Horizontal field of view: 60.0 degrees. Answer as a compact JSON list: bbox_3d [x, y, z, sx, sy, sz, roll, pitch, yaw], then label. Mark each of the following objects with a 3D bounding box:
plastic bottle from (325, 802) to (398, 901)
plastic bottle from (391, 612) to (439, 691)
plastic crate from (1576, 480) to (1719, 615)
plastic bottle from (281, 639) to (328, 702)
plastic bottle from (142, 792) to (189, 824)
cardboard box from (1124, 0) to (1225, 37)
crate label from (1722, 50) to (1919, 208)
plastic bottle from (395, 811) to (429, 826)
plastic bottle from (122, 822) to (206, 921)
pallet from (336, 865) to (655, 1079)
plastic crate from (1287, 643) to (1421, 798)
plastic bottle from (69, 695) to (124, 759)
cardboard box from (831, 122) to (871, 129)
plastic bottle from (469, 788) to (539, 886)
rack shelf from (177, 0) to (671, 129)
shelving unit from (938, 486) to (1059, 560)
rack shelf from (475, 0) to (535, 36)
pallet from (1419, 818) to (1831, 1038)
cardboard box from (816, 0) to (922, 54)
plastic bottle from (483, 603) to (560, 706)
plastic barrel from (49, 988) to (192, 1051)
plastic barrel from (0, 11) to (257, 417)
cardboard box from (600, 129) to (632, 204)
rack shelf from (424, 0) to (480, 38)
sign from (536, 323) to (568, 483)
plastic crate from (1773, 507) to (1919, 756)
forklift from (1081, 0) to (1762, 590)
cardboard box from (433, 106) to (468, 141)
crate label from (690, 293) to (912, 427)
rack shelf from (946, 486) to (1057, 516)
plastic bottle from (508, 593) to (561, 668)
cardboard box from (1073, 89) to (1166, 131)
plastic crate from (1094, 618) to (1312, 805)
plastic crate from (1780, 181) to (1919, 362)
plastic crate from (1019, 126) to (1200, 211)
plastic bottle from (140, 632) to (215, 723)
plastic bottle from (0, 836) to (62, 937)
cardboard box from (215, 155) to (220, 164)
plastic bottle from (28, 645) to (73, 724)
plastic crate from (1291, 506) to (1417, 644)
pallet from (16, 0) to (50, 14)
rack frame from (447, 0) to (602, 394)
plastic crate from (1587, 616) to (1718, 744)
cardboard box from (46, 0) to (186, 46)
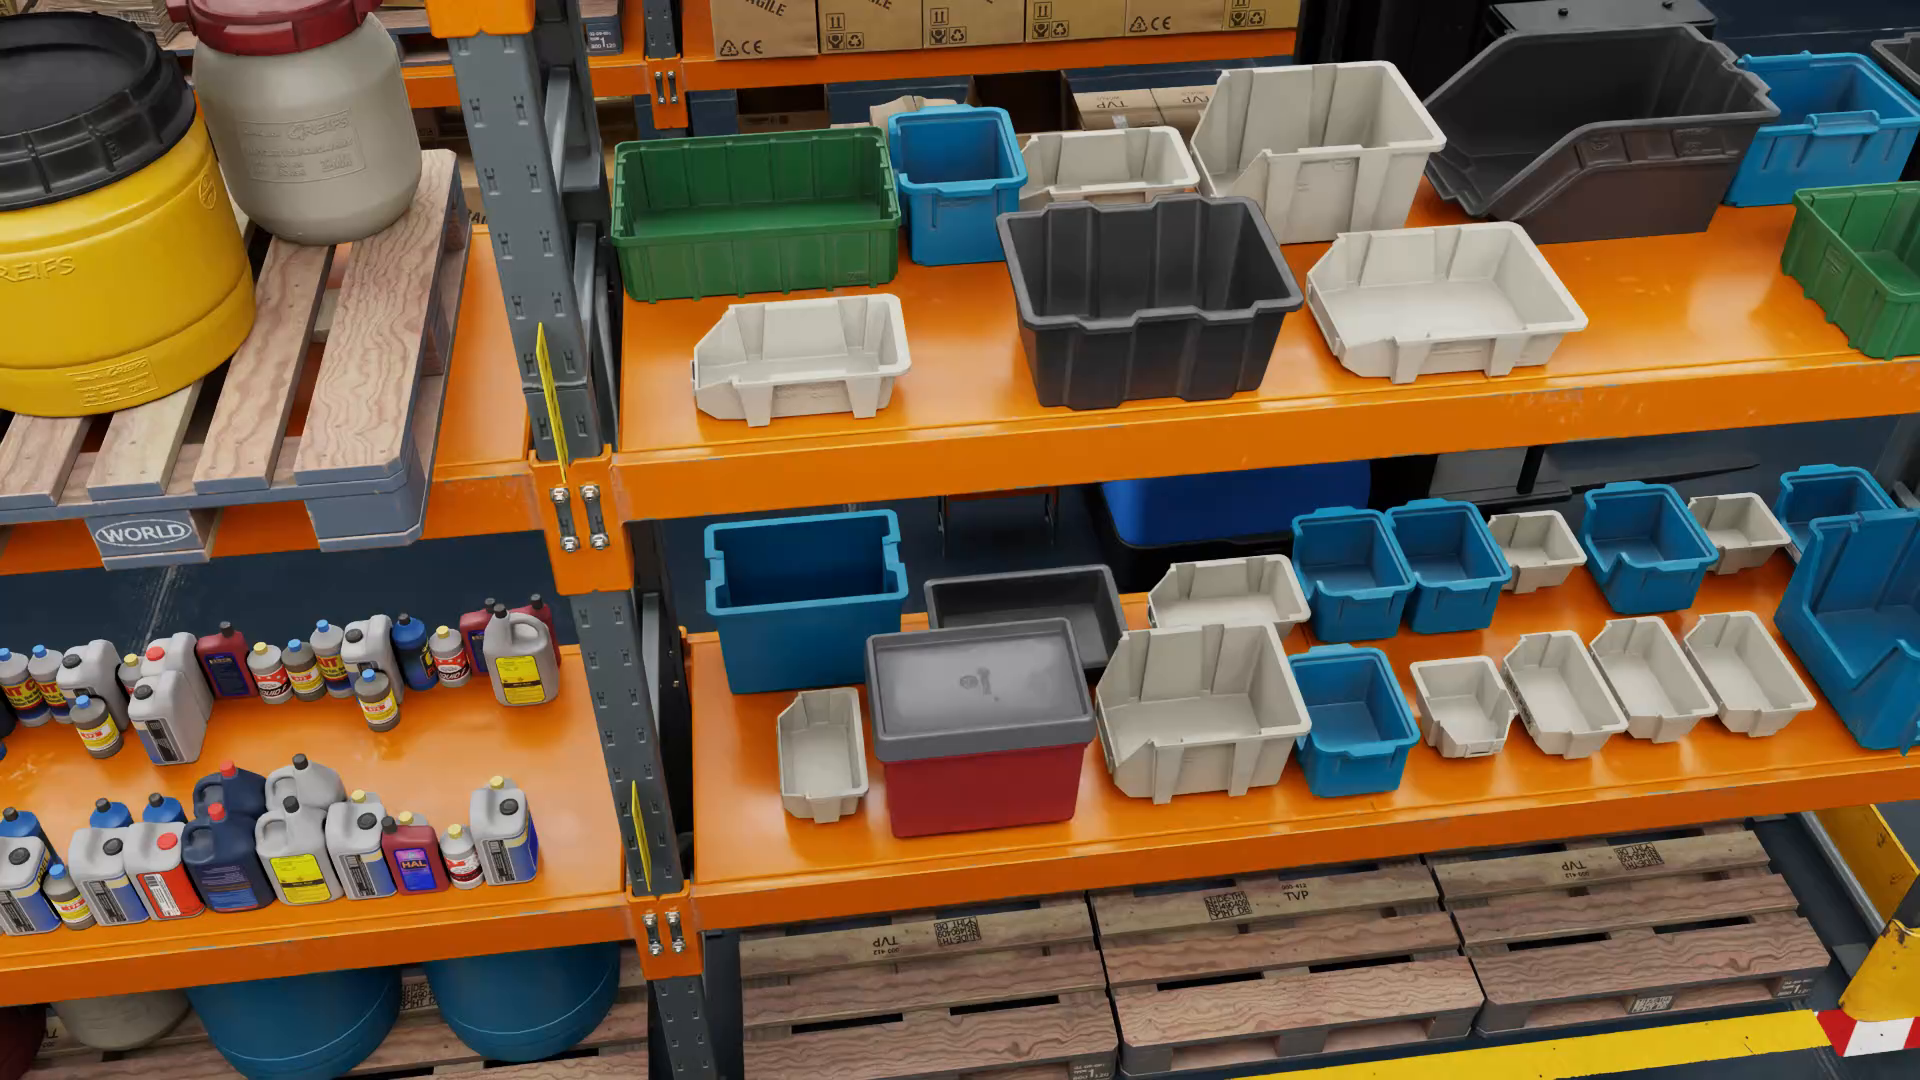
[{"bbox_3d":[-1.582,0.812,4.418,0.135,0.276,0.152,-5,42,-6],"label":"plastic bottle"},{"bbox_3d":[-1.631,0.324,4.963,0.097,0.271,0.097,0,42,0],"label":"plastic bottle"},{"bbox_3d":[2.155,0.038,5.264,0.300,0.233,0.416,-5,42,-6],"label":"plastic crate"},{"bbox_3d":[-1.958,0.378,4.955,0.097,0.201,0.097,0,42,0],"label":"plastic bottle"},{"bbox_3d":[-2.117,0.776,4.461,0.097,0.271,0.097,0,42,0],"label":"plastic bottle"},{"bbox_3d":[1.038,-2.883,8.347,0.500,0.500,0.500,-5,42,-5],"label":"cardboard box"},{"bbox_3d":[2.138,-1.055,4.267,0.502,0.251,0.408,-5,42,-6],"label":"crate label"},{"bbox_3d":[-1.472,0.807,4.479,0.097,0.201,0.097,0,42,0],"label":"plastic bottle"},{"bbox_3d":[-2.082,0.856,4.370,0.135,0.276,0.152,-5,42,-6],"label":"plastic bottle"},{"bbox_3d":[-1.642,1.560,5.578,1.213,0.211,1.003,-5,42,-6],"label":"pallet"},{"bbox_3d":[1.092,0.526,4.722,0.300,0.233,0.416,-5,42,-6],"label":"plastic crate"},{"bbox_3d":[-2.493,0.528,4.789,0.097,0.201,0.097,0,42,0],"label":"plastic bottle"},{"bbox_3d":[-0.618,-2.220,9.487,0.250,0.149,0.380,-5,42,-6],"label":"cardboard box"},{"bbox_3d":[-1.220,0.780,4.453,0.135,0.276,0.152,-5,42,-6],"label":"plastic bottle"},{"bbox_3d":[-3.493,-2.364,8.384,4.000,0.370,1.077,-5,42,-6],"label":"rack shelf"},{"bbox_3d":[0.164,-0.460,7.079,0.503,1.200,0.258,-5,42,-6],"label":"shelving unit"},{"bbox_3d":[1.112,-1.501,3.246,4.000,0.370,1.077,-5,42,-6],"label":"rack shelf"},{"bbox_3d":[2.272,1.219,5.956,1.213,0.211,1.003,-5,42,-6],"label":"pallet"},{"bbox_3d":[-0.462,-2.752,8.202,0.500,0.500,0.500,-4,42,-5],"label":"cardboard box"},{"bbox_3d":[-1.302,0.322,4.905,0.185,0.351,0.144,-5,42,-6],"label":"plastic bottle"},{"bbox_3d":[-2.687,1.340,5.284,0.421,0.512,0.421,0,42,0],"label":"plastic barrel"},{"bbox_3d":[-1.750,-0.640,3.242,0.600,0.588,0.600,0,42,0],"label":"plastic barrel"},{"bbox_3d":[-1.962,-1.807,8.767,0.500,0.500,0.500,-5,42,-6],"label":"cardboard box"},{"bbox_3d":[-2.854,-1.153,2.861,4.000,0.370,1.077,-5,42,-6],"label":"rack shelf"},{"bbox_3d":[-0.802,-0.266,3.275,0.005,0.325,0.100,-5,42,-6],"label":"sign"},{"bbox_3d":[2.787,0.256,4.871,0.499,0.435,0.616,-5,42,-6],"label":"plastic crate"},{"bbox_3d":[2.083,-1.324,6.745,3.031,2.935,1.130,-6,42,-7],"label":"forklift"},{"bbox_3d":[-2.548,-2.106,9.098,0.500,0.500,0.500,-4,42,-5],"label":"cardboard box"},{"bbox_3d":[-0.349,-0.381,3.606,0.466,0.136,0.293,-5,42,-6],"label":"crate label"},{"bbox_3d":[0.164,-0.263,7.257,0.480,0.148,0.258,-5,42,-6],"label":"rack shelf"},{"bbox_3d":[-1.290,0.277,5.006,0.133,0.283,0.061,-5,42,-6],"label":"plastic bottle"},{"bbox_3d":[0.889,-2.349,9.554,0.500,0.250,0.500,-5,42,-6],"label":"cardboard box"},{"bbox_3d":[0.667,0.497,4.719,0.530,0.282,0.437,-5,42,-6],"label":"plastic crate"},{"bbox_3d":[2.154,-0.622,3.834,0.336,0.188,0.450,-5,42,-6],"label":"plastic crate"},{"bbox_3d":[0.341,-0.894,4.174,0.466,0.136,0.293,-5,42,-6],"label":"plastic crate"},{"bbox_3d":[-2.298,0.399,4.876,0.135,0.276,0.152,-5,42,-6],"label":"plastic bottle"},{"bbox_3d":[-2.446,0.888,4.334,0.135,0.276,0.152,-5,42,-6],"label":"plastic bottle"},{"bbox_3d":[-3.971,-1.632,8.572,0.500,0.500,0.500,-6,42,-6],"label":"cardboard box"},{"bbox_3d":[-2.646,0.413,4.864,0.097,0.271,0.097,0,42,0],"label":"plastic bottle"},{"bbox_3d":[1.204,0.121,5.172,0.300,0.233,0.416,-5,42,-6],"label":"plastic crate"},{"bbox_3d":[-4.813,-2.492,8.131,1.003,0.211,1.213,-5,42,-6],"label":"pallet"},{"bbox_3d":[-0.871,-1.742,2.678,0.127,3.000,1.000,-5,42,-6],"label":"rack frame"},{"bbox_3d":[2.021,0.420,4.912,0.243,0.136,0.396,-5,42,-6],"label":"plastic crate"},{"bbox_3d":[-3.935,-2.733,7.867,0.500,0.500,0.700,2,42,3],"label":"cardboard box"}]
